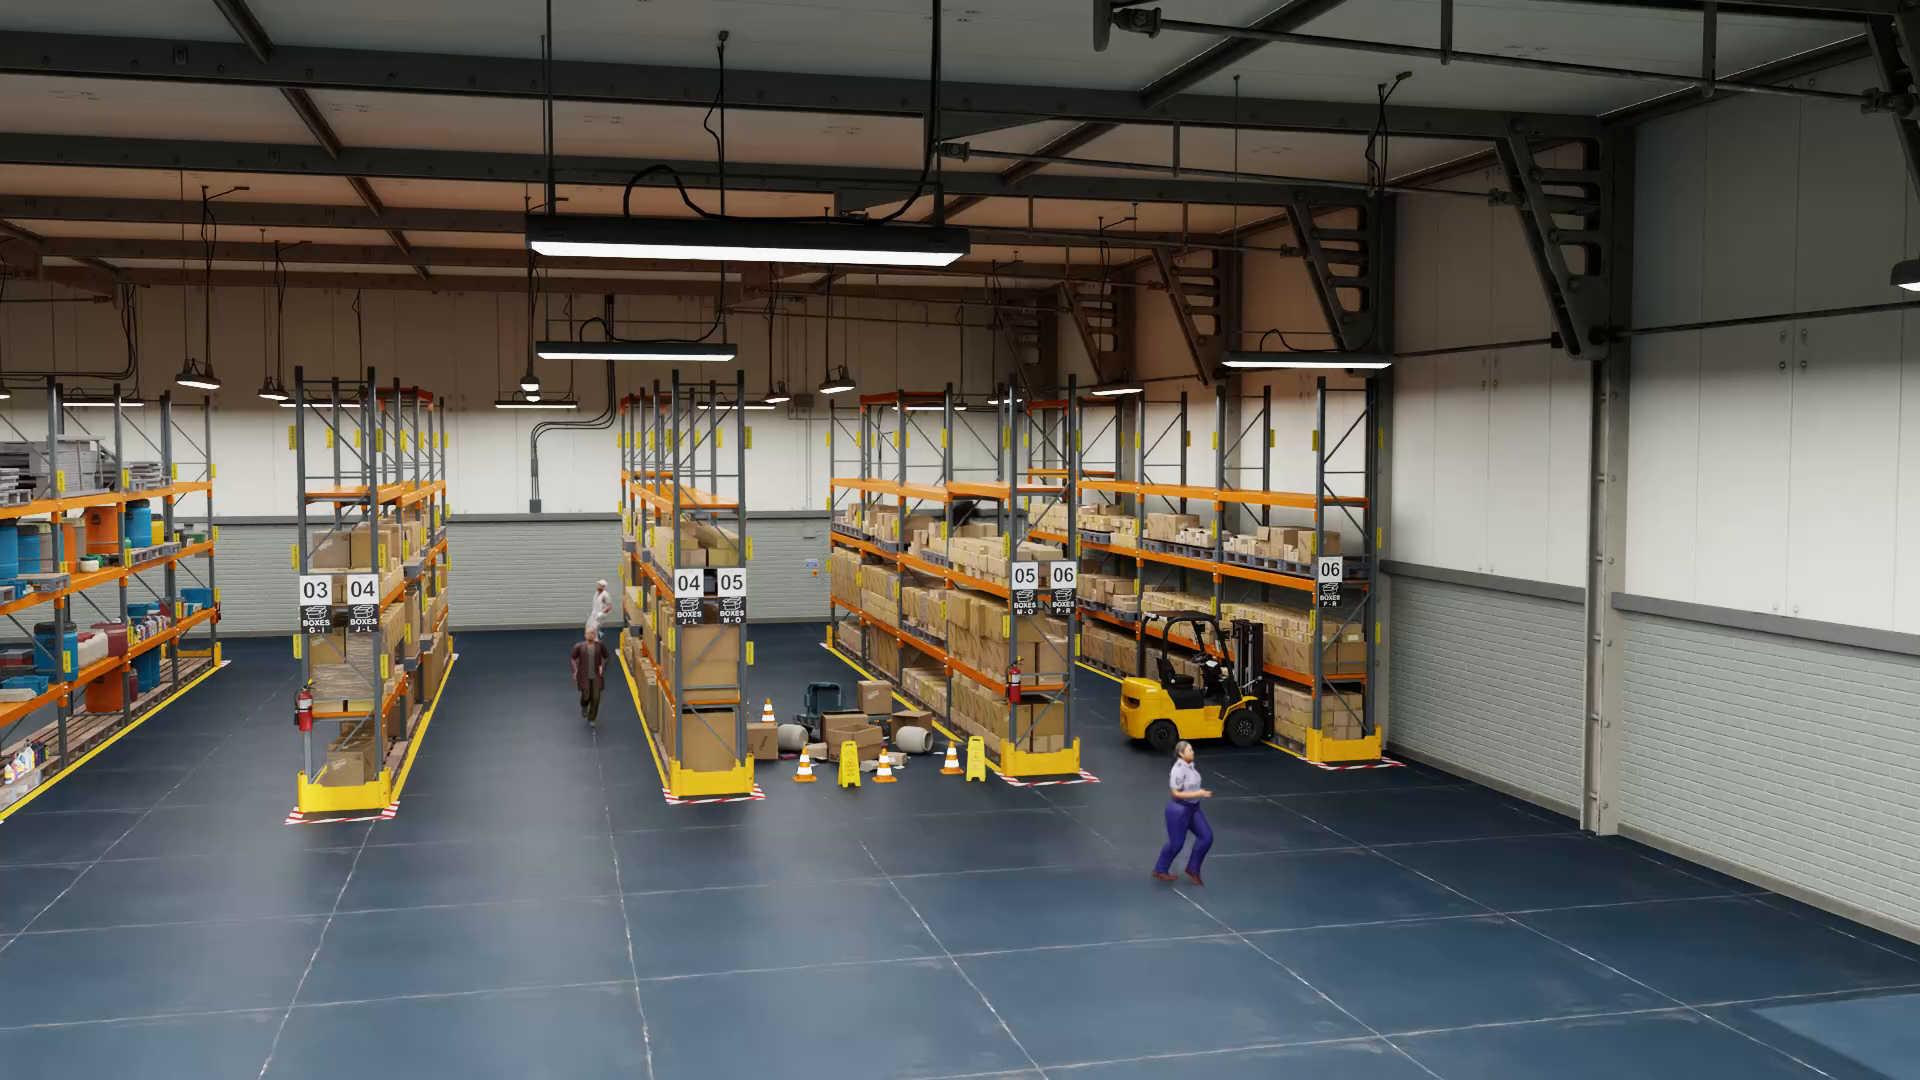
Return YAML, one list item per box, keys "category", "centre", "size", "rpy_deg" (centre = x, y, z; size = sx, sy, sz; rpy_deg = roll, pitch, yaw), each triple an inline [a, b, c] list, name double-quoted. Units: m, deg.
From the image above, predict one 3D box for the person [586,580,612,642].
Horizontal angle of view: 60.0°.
- category: "person"
  centre: [-8.574, 1.790, 39.527]
  size: [0.711, 1.708, 0.555]
  rpy_deg: [3, 5, 41]

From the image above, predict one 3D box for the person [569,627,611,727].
- category: "person"
  centre: [-6.497, 2.405, 29.234]
  size: [0.709, 1.728, 0.640]
  rpy_deg: [-1, 4, -18]

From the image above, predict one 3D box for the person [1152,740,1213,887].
- category: "person"
  centre: [2.514, 3.084, 18.642]
  size: [0.722, 1.693, 0.581]
  rpy_deg: [2, 4, 32]
